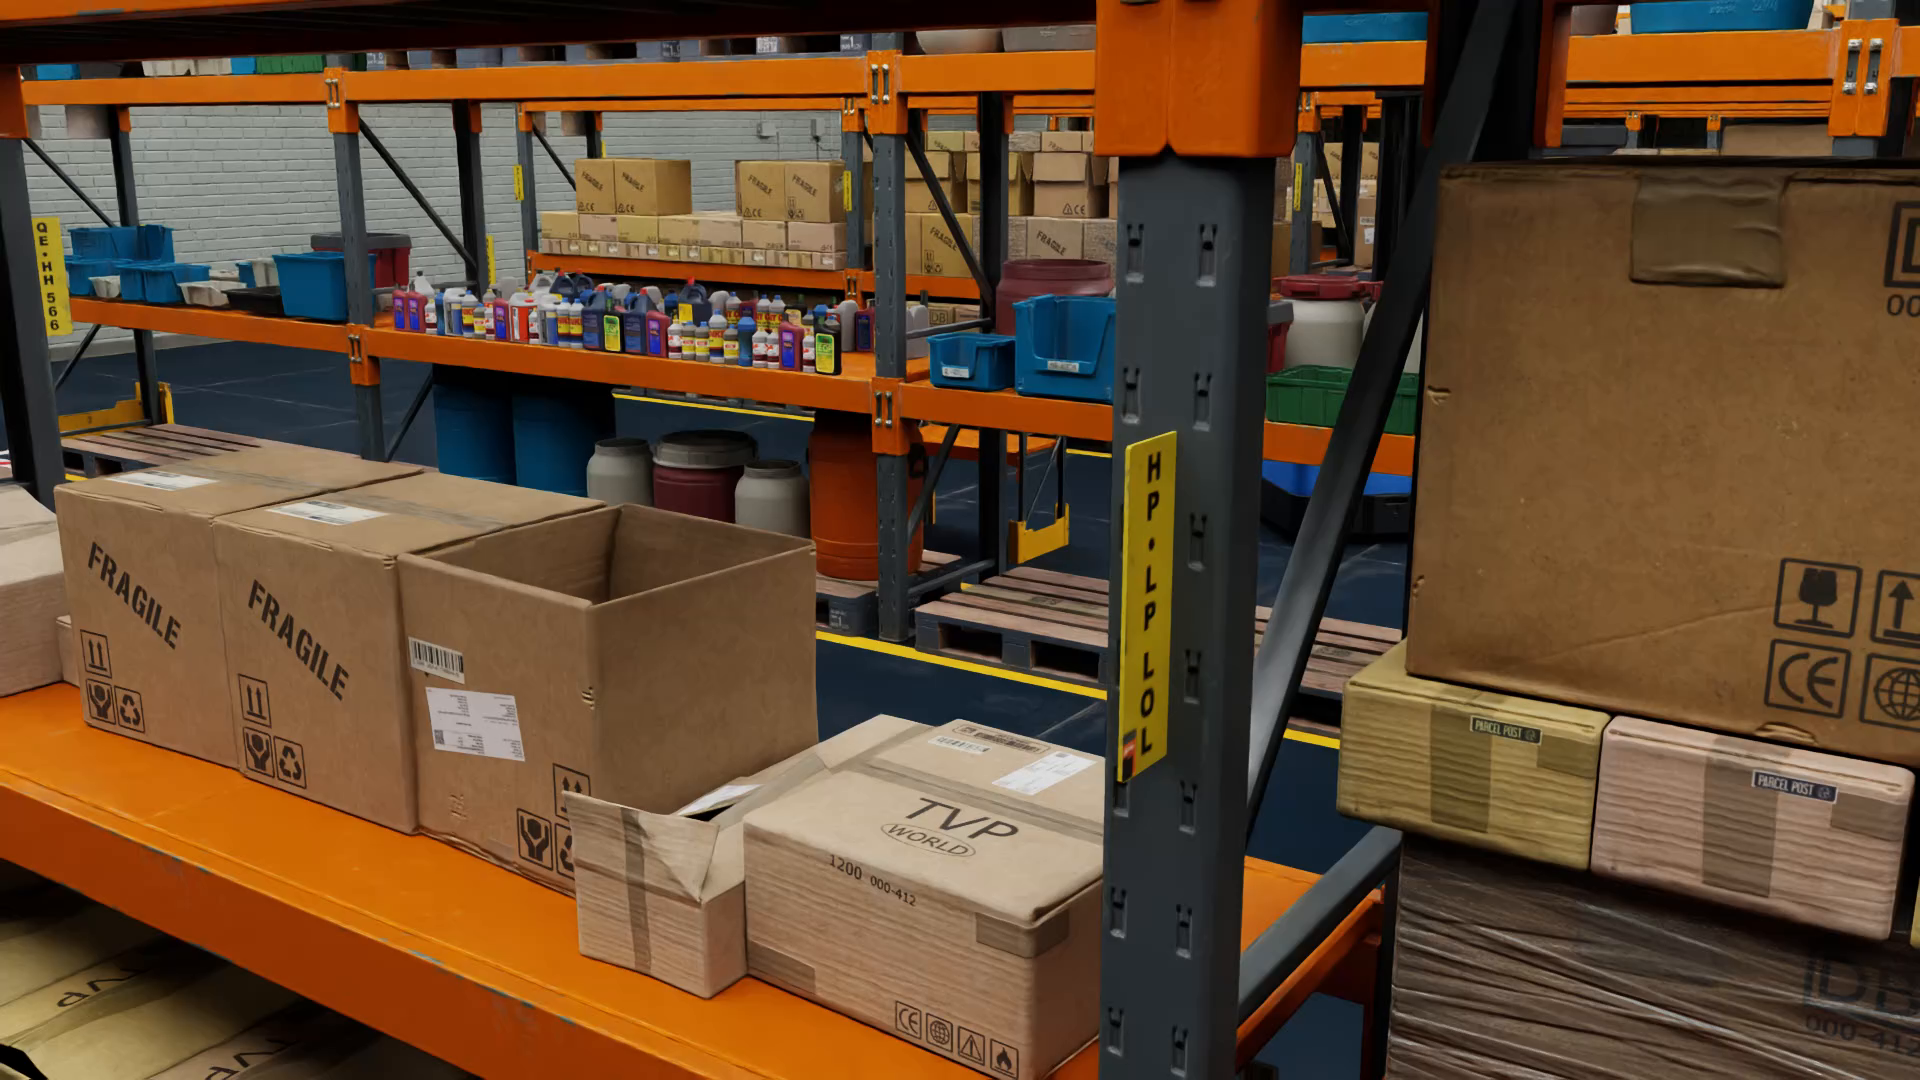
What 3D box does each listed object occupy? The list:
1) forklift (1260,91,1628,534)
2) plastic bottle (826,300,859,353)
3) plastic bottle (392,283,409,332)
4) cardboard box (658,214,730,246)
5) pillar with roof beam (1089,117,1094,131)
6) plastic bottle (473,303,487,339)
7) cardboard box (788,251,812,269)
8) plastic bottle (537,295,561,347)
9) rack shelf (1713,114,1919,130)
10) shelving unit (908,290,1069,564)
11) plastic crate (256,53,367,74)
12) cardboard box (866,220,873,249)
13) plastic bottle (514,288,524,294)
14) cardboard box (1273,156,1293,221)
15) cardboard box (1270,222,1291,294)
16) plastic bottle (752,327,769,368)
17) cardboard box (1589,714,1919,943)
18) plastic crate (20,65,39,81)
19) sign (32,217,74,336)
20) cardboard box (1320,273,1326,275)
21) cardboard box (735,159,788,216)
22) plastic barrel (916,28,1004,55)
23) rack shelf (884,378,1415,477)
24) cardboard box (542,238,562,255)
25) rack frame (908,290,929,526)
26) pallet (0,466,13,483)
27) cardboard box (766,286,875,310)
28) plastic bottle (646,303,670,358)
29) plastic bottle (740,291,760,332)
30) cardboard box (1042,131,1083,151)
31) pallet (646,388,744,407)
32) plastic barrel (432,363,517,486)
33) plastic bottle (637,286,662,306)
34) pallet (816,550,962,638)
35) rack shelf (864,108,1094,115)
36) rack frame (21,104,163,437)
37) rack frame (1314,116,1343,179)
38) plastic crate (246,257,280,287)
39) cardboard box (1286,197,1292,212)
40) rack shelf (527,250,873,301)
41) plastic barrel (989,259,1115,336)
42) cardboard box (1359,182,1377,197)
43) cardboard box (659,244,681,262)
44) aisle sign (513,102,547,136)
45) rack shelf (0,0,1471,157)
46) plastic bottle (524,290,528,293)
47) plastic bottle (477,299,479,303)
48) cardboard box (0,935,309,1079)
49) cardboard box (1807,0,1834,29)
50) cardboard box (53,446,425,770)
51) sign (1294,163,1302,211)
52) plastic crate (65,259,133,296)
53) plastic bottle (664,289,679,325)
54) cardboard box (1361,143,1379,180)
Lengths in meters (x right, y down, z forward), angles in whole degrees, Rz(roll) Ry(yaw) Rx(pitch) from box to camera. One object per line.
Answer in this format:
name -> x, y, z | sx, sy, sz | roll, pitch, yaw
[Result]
forklift -> 3.435, -1.564, 10.540 | 3.031, 2.935, 1.130 | -2, 14, -9
plastic bottle -> -0.640, -1.170, 9.066 | 0.135, 0.276, 0.152 | 9, 17, 33
plastic bottle -> -3.330, -1.391, 9.944 | 0.133, 0.283, 0.061 | 9, 17, 33
cardboard box -> -2.418, -2.854, 15.304 | 0.500, 0.250, 0.500 | 9, 16, 32
pillar with roof beam -> 0.210, -8.667, 26.610 | 0.400, 9.000, 9.100 | 9, 17, 33
plastic bottle -> -2.760, -1.265, 9.603 | 0.097, 0.201, 0.097 | 0, 14, 0
cardboard box -> -1.282, -2.458, 14.533 | 0.250, 0.149, 0.380 | 10, 17, 34
plastic bottle -> -2.264, -1.229, 9.303 | 0.135, 0.276, 0.152 | 9, 17, 33
rack shelf -> 12.644, -5.838, 22.920 | 4.000, 0.370, 1.077 | 9, 17, 33
shelving unit -> 0.063, -0.718, 10.102 | 1.083, 1.500, 0.587 | 9, 17, 33
plastic crate -> -3.917, -2.932, 10.124 | 0.662, 0.188, 0.450 | 9, 17, 33
cardboard box -> -0.876, -2.757, 14.910 | 0.500, 0.250, 0.500 | 9, 16, 32
plastic bottle -> -2.778, -1.487, 10.503 | 0.097, 0.201, 0.097 | 0, 14, 0
cardboard box -> 2.089, -2.670, 12.572 | 0.637, 0.503, 0.797 | 10, 17, 35
cardboard box -> 2.139, -2.099, 12.351 | 0.500, 0.500, 0.500 | 10, 17, 35
plastic bottle -> -1.009, -0.982, 8.460 | 0.097, 0.201, 0.097 | 0, 14, 0
cardboard box -> 0.797, 0.223, 1.624 | 0.250, 0.149, 0.380 | 9, 17, 34
plastic crate -> -6.552, -3.404, 11.862 | 0.590, 0.269, 0.497 | 9, 17, 33
sign -> -2.538, -0.732, 4.628 | 0.005, 0.325, 0.100 | 9, 17, 33
cardboard box -> 3.844, -2.711, 17.798 | 0.500, 0.250, 0.500 | 8, 16, 30
cardboard box -> -1.726, -3.257, 15.371 | 0.500, 0.500, 0.500 | 9, 16, 31
plastic barrel -> 0.009, -2.453, 7.517 | 0.421, 0.512, 0.421 | 0, 14, 0
rack shelf -> 1.582, -0.428, 7.309 | 4.000, 0.370, 1.077 | 9, 17, 33
cardboard box -> -3.841, -2.871, 16.201 | 0.250, 0.149, 0.380 | 9, 17, 33
rack frame -> -0.351, -0.785, 10.372 | 0.032, 1.500, 0.500 | 9, 17, 33
pallet -> -3.447, -0.042, 4.652 | 1.003, 0.211, 1.213 | 9, 17, 33
cardboard box -> -1.135, -1.847, 15.089 | 0.875, 0.875, 0.875 | 9, 17, 33
plastic bottle -> -1.600, -1.112, 8.814 | 0.133, 0.283, 0.061 | 9, 17, 33
plastic bottle -> -1.189, -1.276, 9.477 | 0.133, 0.283, 0.061 | 9, 17, 33
cardboard box -> 1.247, -4.301, 18.547 | 0.500, 0.500, 0.500 | 9, 16, 31
pallet -> -2.236, -1.497, 15.932 | 1.213, 0.211, 1.003 | 9, 17, 33
plastic barrel -> -2.955, -0.691, 10.366 | 0.708, 0.901, 0.600 | 9, 17, 33
plastic bottle -> -1.863, -1.368, 9.865 | 0.135, 0.276, 0.152 | 9, 17, 33
pallet -> -0.755, 0.210, 9.034 | 1.213, 0.211, 1.003 | 9, 17, 33
rack shelf -> 0.560, -4.920, 19.212 | 4.000, 0.370, 1.077 | 9, 17, 33
rack frame -> -6.716, -2.119, 12.640 | 0.127, 3.000, 1.000 | 9, 17, 33
rack frame -> 4.899, -4.546, 22.444 | 0.127, 3.000, 1.000 | 9, 17, 33
plastic crate -> -4.561, -1.795, 11.455 | 0.530, 0.282, 0.437 | 9, 17, 33
cardboard box -> 3.381, -3.452, 17.056 | 0.250, 0.149, 0.380 | 9, 16, 32
rack shelf -> -2.292, -2.489, 15.632 | 4.000, 0.370, 1.077 | 9, 17, 33
plastic barrel -> 0.477, -1.110, 8.282 | 0.708, 0.536, 0.600 | 9, 17, 33
cardboard box -> 4.031, -3.492, 16.597 | 0.250, 0.149, 0.380 | 9, 17, 33
cardboard box -> -2.564, -2.665, 15.369 | 0.250, 0.149, 0.380 | 9, 16, 31
aisle sign -> -4.179, -4.318, 16.114 | 0.004, 0.787, 0.394 | 9, 17, 33
rack shelf -> -1.185, -0.897, 2.960 | 4.000, 0.370, 1.077 | 9, 17, 33
plastic bottle -> -2.701, -1.457, 10.381 | 0.097, 0.201, 0.097 | 0, 14, 0
plastic bottle -> -2.867, -1.326, 9.851 | 0.097, 0.201, 0.097 | 0, 14, 0
cardboard box -> -1.712, 1.066, 3.454 | 0.500, 0.311, 0.500 | 9, 16, 31
cardboard box -> 5.170, -3.198, 10.162 | 0.258, 0.266, 0.396 | 10, 17, 35
cardboard box -> -1.444, 0.115, 3.410 | 0.500, 0.500, 0.500 | 8, 16, 30
sign -> 2.380, -2.484, 11.707 | 0.005, 0.325, 0.100 | 9, 17, 33
plastic crate -> -6.148, -1.880, 11.897 | 0.300, 0.233, 0.416 | 9, 17, 33
plastic bottle -> -1.675, -1.326, 9.703 | 0.097, 0.271, 0.097 | 0, 14, 0
cardboard box -> 5.541, -4.901, 21.589 | 0.500, 0.500, 0.500 | 9, 17, 32
